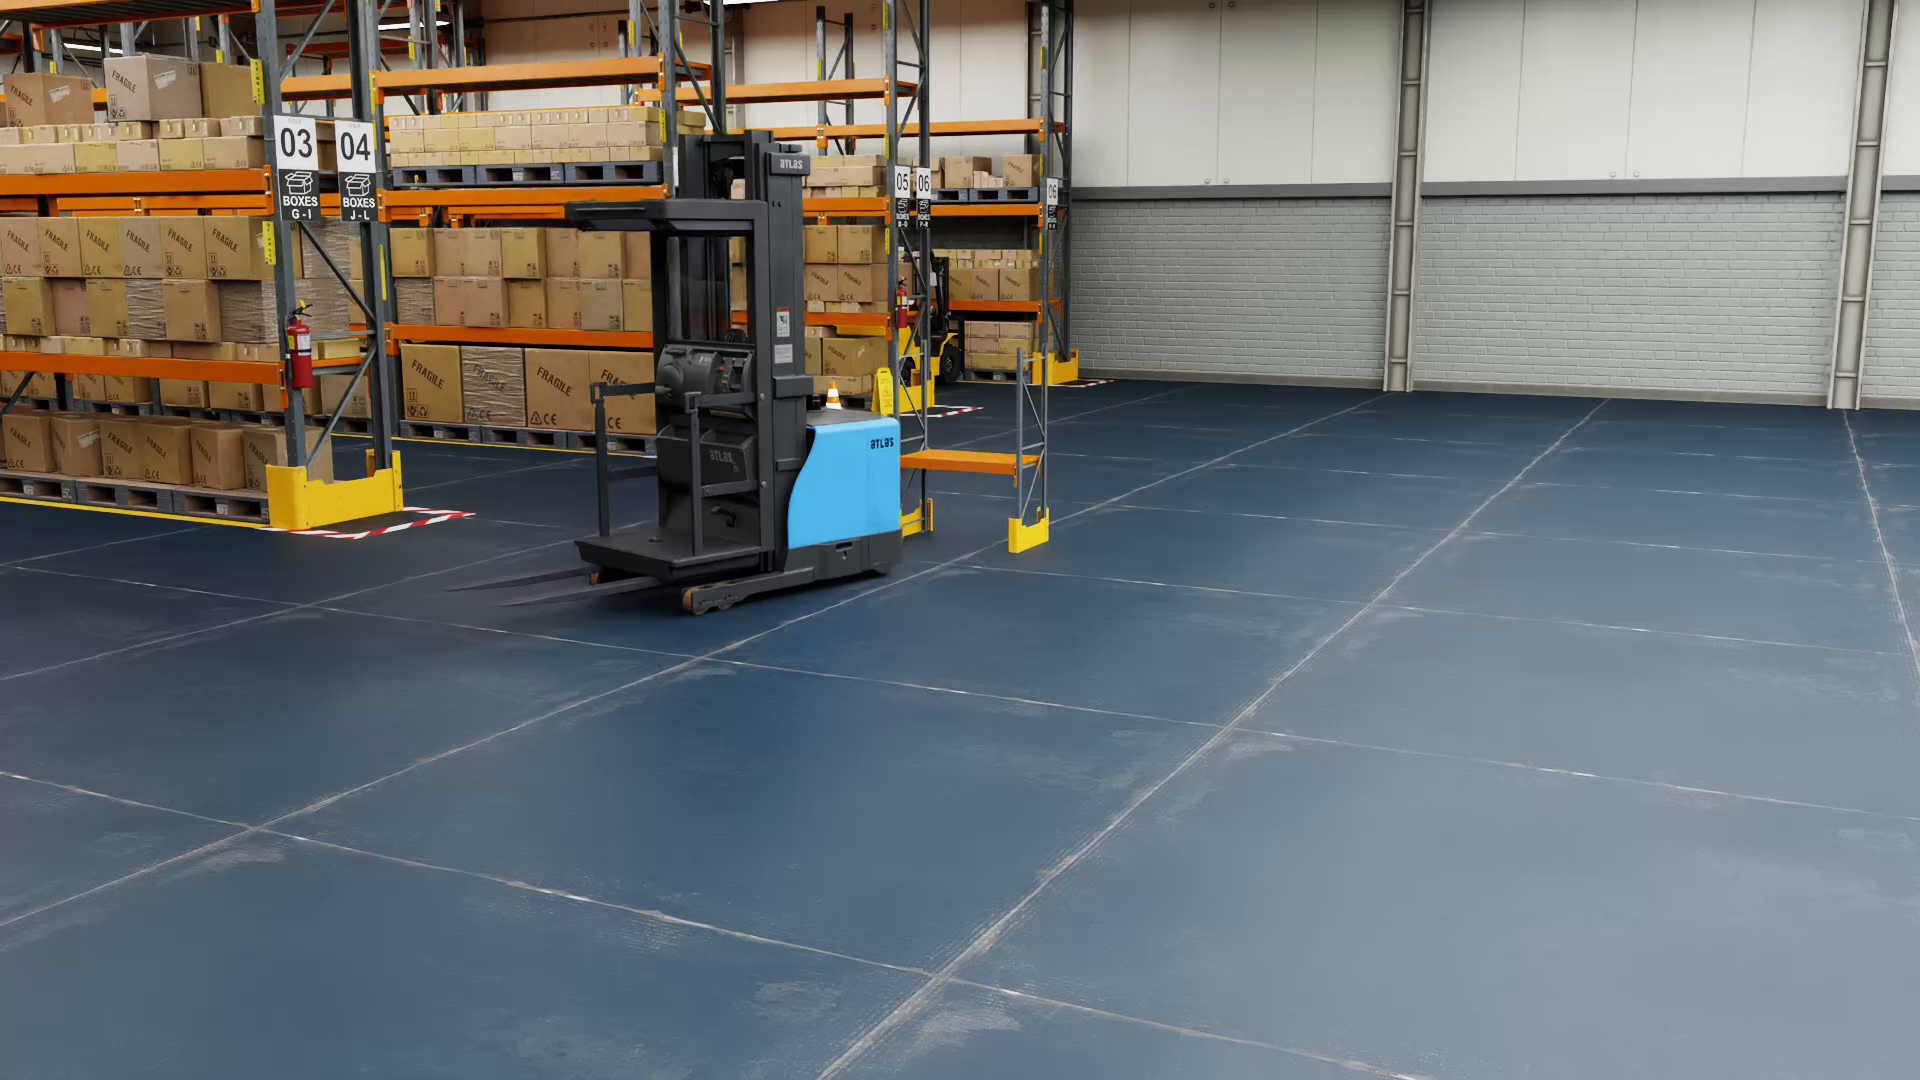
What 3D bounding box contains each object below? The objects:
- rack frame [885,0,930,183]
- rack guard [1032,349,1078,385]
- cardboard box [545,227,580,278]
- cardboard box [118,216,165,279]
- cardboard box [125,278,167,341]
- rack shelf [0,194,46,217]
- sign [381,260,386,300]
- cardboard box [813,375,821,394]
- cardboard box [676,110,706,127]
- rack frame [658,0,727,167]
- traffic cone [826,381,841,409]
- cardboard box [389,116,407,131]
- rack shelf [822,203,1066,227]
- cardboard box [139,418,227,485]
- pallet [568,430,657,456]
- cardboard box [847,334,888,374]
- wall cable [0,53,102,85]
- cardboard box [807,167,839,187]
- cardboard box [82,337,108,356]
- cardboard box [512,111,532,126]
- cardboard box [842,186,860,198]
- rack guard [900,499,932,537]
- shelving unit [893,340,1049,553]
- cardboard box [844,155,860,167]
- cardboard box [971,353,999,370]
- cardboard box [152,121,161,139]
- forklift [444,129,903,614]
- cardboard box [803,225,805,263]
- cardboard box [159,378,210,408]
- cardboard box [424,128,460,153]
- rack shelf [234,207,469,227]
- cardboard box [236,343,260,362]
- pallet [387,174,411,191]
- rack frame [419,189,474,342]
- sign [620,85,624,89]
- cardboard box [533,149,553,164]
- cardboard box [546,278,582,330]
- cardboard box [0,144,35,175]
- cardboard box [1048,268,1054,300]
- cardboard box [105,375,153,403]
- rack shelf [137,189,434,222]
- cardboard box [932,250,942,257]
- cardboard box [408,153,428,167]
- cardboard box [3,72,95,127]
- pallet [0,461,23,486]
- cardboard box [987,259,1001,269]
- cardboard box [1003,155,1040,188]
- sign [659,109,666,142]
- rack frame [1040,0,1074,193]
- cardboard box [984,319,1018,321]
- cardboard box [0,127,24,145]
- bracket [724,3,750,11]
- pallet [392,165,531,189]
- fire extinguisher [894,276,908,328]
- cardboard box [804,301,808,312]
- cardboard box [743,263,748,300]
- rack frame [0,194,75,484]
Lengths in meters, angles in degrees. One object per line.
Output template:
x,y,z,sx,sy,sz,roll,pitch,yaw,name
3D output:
-0.677,-6.186,21.643,0.127,3.000,1.000,5,11,26,rack frame
1.538,-2.795,26.771,0.348,0.500,1.175,5,11,26,rack guard
-4.068,-3.171,18.373,0.550,0.550,0.875,5,11,26,cardboard box
-6.562,-2.421,13.761,0.500,0.500,0.500,5,11,26,cardboard box
-6.473,-1.961,14.028,0.500,0.500,0.875,5,11,26,cardboard box
-10.442,-3.246,15.841,4.000,0.370,1.077,5,11,26,rack shelf
-4.821,-2.164,13.834,0.005,0.325,0.100,5,11,26,sign
-1.982,-2.151,22.732,0.500,0.250,0.500,5,11,26,cardboard box
-2.935,-4.513,17.829,0.250,0.149,0.380,5,11,26,cardboard box
-2.776,-5.388,17.231,0.127,3.000,1.000,5,11,26,rack frame
-1.633,-1.814,21.452,0.334,0.463,0.336,5,11,26,traffic cone
-6.187,-4.668,18.686,0.250,0.149,0.380,5,11,26,cardboard box
-0.277,-5.307,27.227,4.000,0.370,1.077,5,11,26,rack shelf
-6.718,-0.774,14.423,0.500,0.500,0.500,6,12,31,cardboard box
-3.528,-1.114,18.292,1.213,0.211,1.003,5,11,26,pallet
-1.299,-2.566,22.923,0.500,0.500,0.500,5,11,24,cardboard box
-18.649,-8.430,33.938,0.133,3.039,2.988,5,11,26,wall cable
-1.699,-4.822,22.114,0.500,0.250,0.500,5,11,25,cardboard box
-7.238,-1.662,14.196,0.250,0.149,0.380,5,11,26,cardboard box
-4.596,-4.529,17.914,0.250,0.149,0.380,5,11,26,cardboard box
-1.358,-4.584,21.920,0.250,0.149,0.380,5,11,26,cardboard box
-0.378,-0.156,12.892,0.087,0.250,0.587,5,11,26,rack guard
0.068,-0.732,12.563,1.083,1.500,0.587,5,11,26,shelving unit
-1.325,-4.985,21.894,0.250,0.149,0.380,5,12,27,cardboard box
0.513,-2.908,26.917,0.500,0.250,0.500,5,11,26,cardboard box
-6.326,-3.320,13.533,0.250,0.149,0.380,5,11,26,cardboard box
-1.780,-1.087,10.508,1.130,2.935,3.031,10,14,43,forklift
-2.185,-3.992,22.441,0.500,0.500,0.700,5,11,25,cardboard box
-9.444,-2.103,21.066,0.750,0.750,1.050,5,11,25,cardboard box
-5.595,-4.432,18.502,0.500,0.250,0.500,5,11,25,cardboard box
-9.644,-5.144,26.328,4.000,0.370,1.077,5,11,26,rack shelf
-5.632,-1.537,13.506,0.250,0.149,0.380,5,11,26,cardboard box
-7.207,-4.197,19.612,1.217,0.209,0.805,5,11,24,pallet
-7.851,-3.864,25.660,0.127,3.000,1.000,5,11,26,rack frame
-5.889,-8.021,28.934,0.005,0.325,0.100,5,11,26,sign
-4.363,-4.116,17.873,0.250,0.149,0.380,5,11,26,cardboard box
-4.078,-2.635,18.448,0.550,0.550,0.875,5,11,26,cardboard box
-7.882,-3.252,14.272,0.500,0.250,0.500,5,11,25,cardboard box
1.195,-4.160,27.011,0.500,0.500,0.500,5,12,28,cardboard box
-10.656,-2.053,21.489,0.500,0.500,0.500,5,11,26,cardboard box
-8.157,-4.030,20.174,4.000,0.370,1.077,5,11,26,rack shelf
-0.276,-4.656,27.098,0.250,0.149,0.380,5,11,27,cardboard box
-5.954,-4.256,18.646,0.250,0.149,0.380,5,11,26,cardboard box
-8.132,-3.889,14.856,0.500,0.500,0.500,5,11,24,cardboard box
-9.347,-0.656,15.760,1.213,0.211,1.003,5,11,26,pallet
0.634,-4.424,26.648,0.250,0.149,0.380,5,12,27,cardboard box
1.012,-5.804,26.214,0.500,0.500,0.500,5,12,28,cardboard box
-3.029,-4.223,16.953,0.005,0.325,0.100,5,11,26,sign
1.516,-6.979,26.025,0.127,3.000,1.000,5,11,26,rack frame
0.719,-3.480,27.268,0.500,0.250,0.500,5,11,26,cardboard box
-7.990,-3.455,14.278,0.250,0.149,0.380,5,11,26,cardboard box
-3.875,-9.333,28.921,0.430,0.232,0.235,5,11,26,bracket
-5.634,-4.117,18.882,1.213,0.211,1.003,5,11,26,pallet
-0.778,-3.113,21.727,0.183,0.674,0.296,5,11,26,fire extinguisher
-2.015,-3.190,22.637,0.250,0.149,0.380,5,11,27,cardboard box
-2.625,-3.552,22.815,0.500,0.500,0.500,5,11,26,cardboard box
-8.649,-1.967,15.174,0.127,3.000,1.000,5,11,26,rack frame
